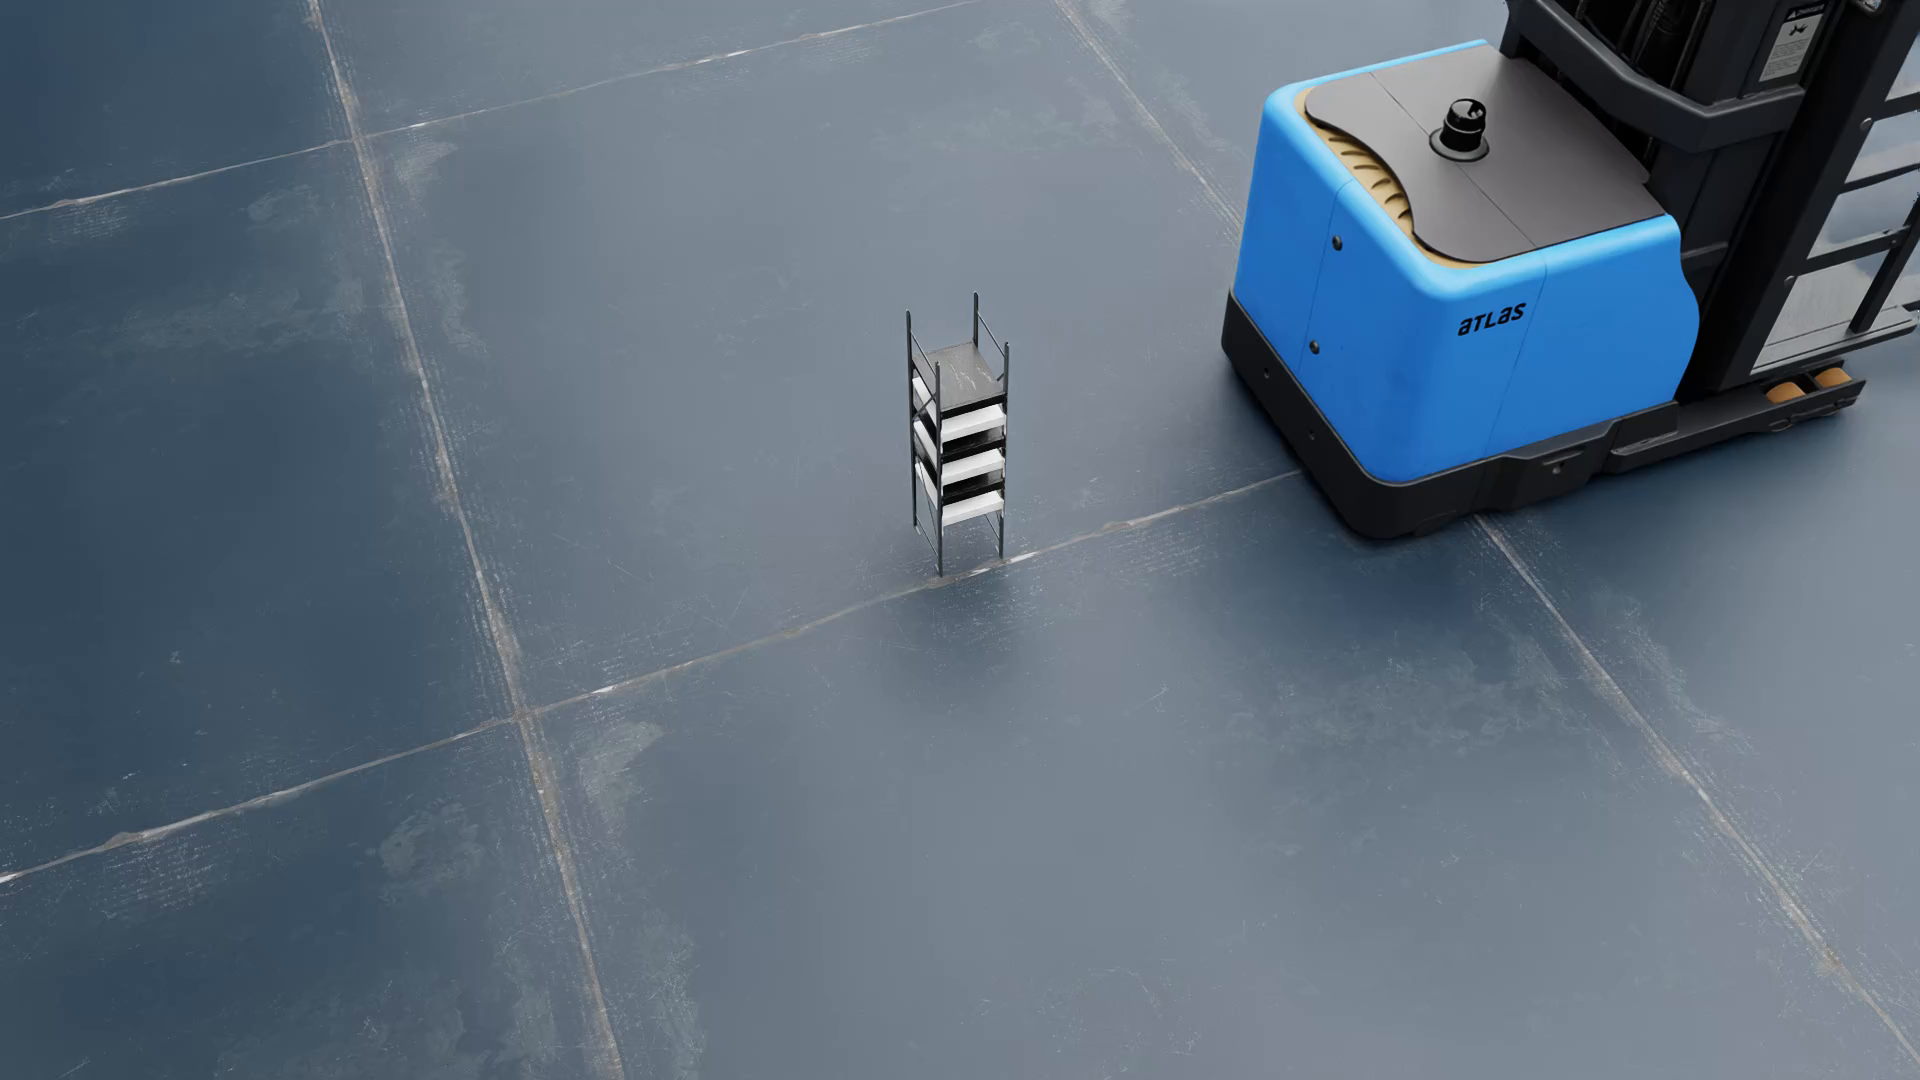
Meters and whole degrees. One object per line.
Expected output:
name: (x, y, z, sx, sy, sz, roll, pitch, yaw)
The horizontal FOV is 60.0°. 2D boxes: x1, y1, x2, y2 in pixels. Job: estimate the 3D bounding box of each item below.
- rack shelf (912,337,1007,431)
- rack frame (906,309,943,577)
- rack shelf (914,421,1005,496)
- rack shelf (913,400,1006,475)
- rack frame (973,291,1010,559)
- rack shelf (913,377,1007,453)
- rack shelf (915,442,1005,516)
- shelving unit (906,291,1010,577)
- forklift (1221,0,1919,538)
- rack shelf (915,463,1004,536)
rack shelf: (-0.008, -0.445, 4.727, 0.200, 0.077, 0.258, -17, 52, -14)
rack frame: (-0.102, -0.262, 4.882, 0.006, 0.900, 0.240, -17, 52, -14)
rack shelf: (-0.008, -0.269, 4.932, 0.200, 0.077, 0.258, -17, 52, -14)
rack shelf: (-0.008, -0.328, 4.864, 0.200, 0.077, 0.258, -17, 52, -14)
rack frame: (0.087, -0.320, 4.932, 0.006, 0.900, 0.240, -17, 52, -14)
rack shelf: (-0.008, -0.386, 4.795, 0.200, 0.077, 0.258, -17, 52, -14)
rack shelf: (-0.008, -0.211, 5.000, 0.200, 0.077, 0.258, -17, 52, -14)
shelving unit: (-0.008, -0.291, 4.907, 0.210, 0.900, 0.258, -17, 52, -14)
forklift: (2.470, -1.677, 4.758, 3.031, 2.935, 1.130, -16, 51, -14)
rack shelf: (-0.008, -0.152, 5.068, 0.200, 0.077, 0.258, -17, 52, -14)
